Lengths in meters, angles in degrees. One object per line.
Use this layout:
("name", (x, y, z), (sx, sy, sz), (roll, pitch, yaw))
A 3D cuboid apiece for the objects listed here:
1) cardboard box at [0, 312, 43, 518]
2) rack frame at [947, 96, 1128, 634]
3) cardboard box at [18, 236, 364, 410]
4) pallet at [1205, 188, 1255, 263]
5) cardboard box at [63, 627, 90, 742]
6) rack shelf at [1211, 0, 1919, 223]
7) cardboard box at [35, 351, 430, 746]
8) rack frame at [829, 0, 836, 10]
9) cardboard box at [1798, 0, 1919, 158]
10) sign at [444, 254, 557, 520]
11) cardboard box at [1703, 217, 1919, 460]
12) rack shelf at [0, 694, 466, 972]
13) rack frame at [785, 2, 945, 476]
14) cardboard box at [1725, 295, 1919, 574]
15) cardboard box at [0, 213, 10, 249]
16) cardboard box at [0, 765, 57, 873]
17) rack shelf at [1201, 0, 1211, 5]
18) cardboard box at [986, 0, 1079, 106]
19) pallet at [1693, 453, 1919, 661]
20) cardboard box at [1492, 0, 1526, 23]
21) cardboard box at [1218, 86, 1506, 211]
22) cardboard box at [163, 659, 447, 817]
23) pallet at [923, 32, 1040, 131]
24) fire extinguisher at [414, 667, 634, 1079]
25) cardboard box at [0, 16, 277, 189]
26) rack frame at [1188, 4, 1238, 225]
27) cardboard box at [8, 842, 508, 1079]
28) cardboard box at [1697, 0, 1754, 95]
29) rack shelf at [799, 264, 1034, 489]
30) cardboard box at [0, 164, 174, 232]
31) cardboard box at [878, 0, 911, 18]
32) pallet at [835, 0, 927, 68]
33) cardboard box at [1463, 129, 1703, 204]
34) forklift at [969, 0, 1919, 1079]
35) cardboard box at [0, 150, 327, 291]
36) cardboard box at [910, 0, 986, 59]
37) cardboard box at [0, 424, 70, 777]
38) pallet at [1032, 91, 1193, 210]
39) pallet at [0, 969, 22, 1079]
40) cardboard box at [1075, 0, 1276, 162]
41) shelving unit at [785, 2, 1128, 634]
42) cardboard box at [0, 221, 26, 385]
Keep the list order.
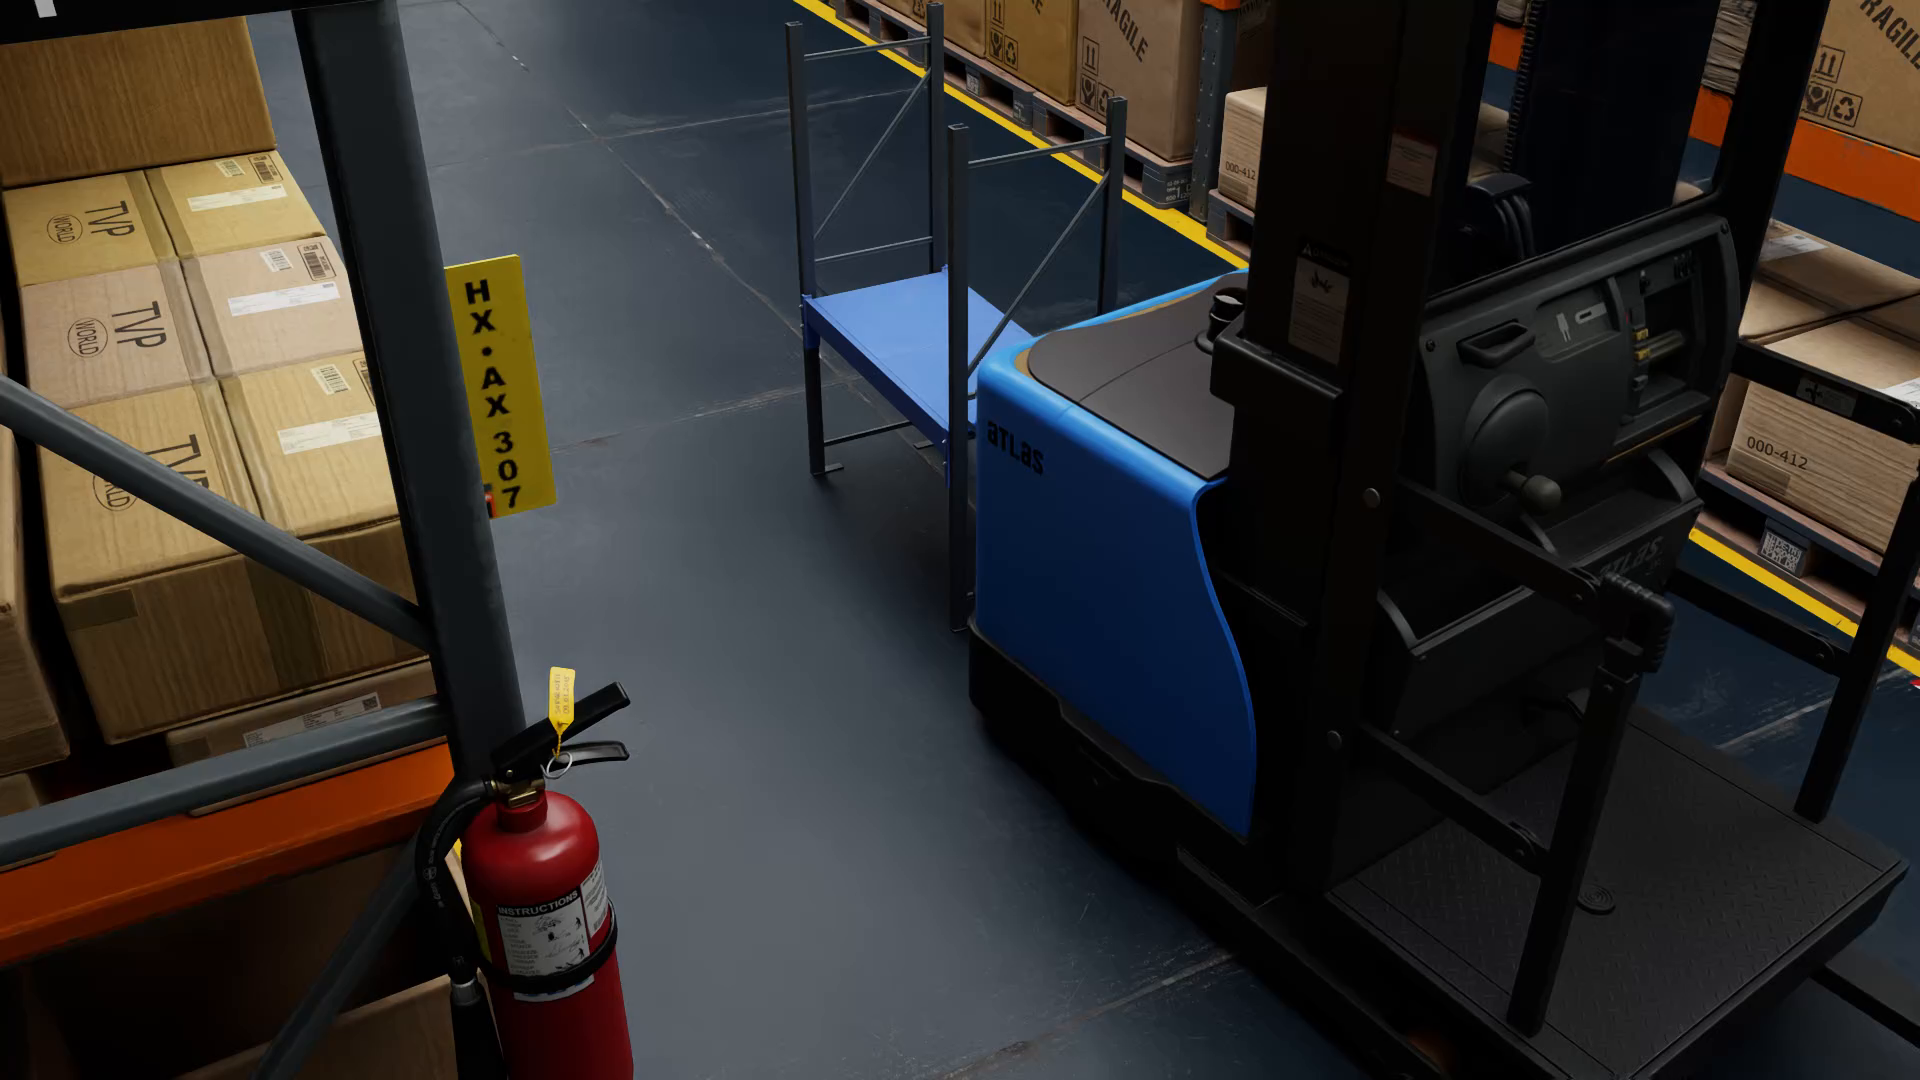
("cardboard box", (-1.708, -0.131, 2.537), (0.500, 0.250, 0.500), (-16, 36, -23))
("rack frame", (0.197, -0.430, 4.530), (0.500, 1.500, 0.032), (-16, 36, -23))
("cardboard box", (-1.228, -0.257, 2.733), (0.500, 0.250, 0.500), (-15, 36, -23))
("pallet", (1.791, -1.272, 7.040), (1.003, 0.211, 1.213), (-16, 36, -23))
("cardboard box", (-1.475, 0.209, 2.377), (0.380, 0.149, 0.250), (-15, 35, -22))
("rack shelf", (2.438, -1.572, 5.589), (1.077, 0.370, 4.000), (-16, 36, -23))
("cardboard box", (-0.992, -0.016, 2.358), (0.500, 0.250, 0.500), (-16, 36, -23))
("rack frame", (-0.360, -4.738, 9.865), (1.000, 3.000, 0.127), (-16, 36, -23))
("cardboard box", (2.690, -1.369, 4.514), (0.500, 0.500, 0.500), (-17, 36, -24))
("sign", (-0.539, -0.171, 1.934), (0.100, 0.325, 0.005), (-16, 36, -23))
("cardboard box", (2.540, -0.743, 5.614), (0.875, 0.438, 0.875), (-15, 36, -22))
("rack shelf", (-1.952, -0.321, 3.638), (1.077, 0.370, 4.000), (-16, 36, -23))
("rack frame", (-0.277, -0.915, 5.288), (0.500, 1.500, 0.032), (-16, 36, -23))
("cardboard box", (2.974, -0.308, 4.936), (0.875, 0.438, 0.875), (-17, 36, -25))
("cardboard box", (-2.178, -0.618, 3.298), (0.500, 0.250, 0.500), (-16, 36, -23))
("cardboard box", (-1.411, 0.345, 2.163), (0.380, 0.149, 0.250), (-16, 36, -24))
("rack shelf", (0.573, -3.481, 8.569), (1.077, 0.370, 4.000), (-16, 36, -23))
("cardboard box", (0.717, -2.816, 8.445), (0.875, 0.875, 0.875), (-15, 36, -22))
("pallet", (2.928, -0.108, 5.223), (1.003, 0.211, 1.213), (-16, 36, -23))
("cardboard box", (1.950, -2.101, 5.656), (0.500, 0.500, 0.500), (-16, 36, -23))
("cardboard box", (1.703, -1.600, 6.953), (0.875, 0.438, 0.875), (-16, 36, -24))
("cardboard box", (-0.930, 0.210, 2.374), (0.380, 0.149, 0.250), (-16, 36, -23))
("pallet", (0.506, -2.587, 9.092), (1.003, 0.211, 1.213), (-16, 36, -23))
("fire extinguisher", (-0.542, 0.474, 2.147), (0.296, 0.674, 0.183), (-16, 36, -23))
("cardboard box", (-1.692, -1.048, 3.273), (0.500, 0.500, 0.500), (-15, 36, -22))
("rack frame", (1.505, -2.829, 6.885), (1.000, 3.000, 0.127), (-16, 36, -23))
("cardboard box", (-1.221, 0.889, 3.007), (0.797, 0.503, 0.637), (-17, 37, -25))
("cardboard box", (2.442, -1.612, 4.893), (0.500, 0.500, 0.500), (-15, 36, -22))
("rack shelf", (-0.040, -0.521, 5.006), (0.538, 0.185, 1.000), (-16, 36, -23))
("cardboard box", (-1.724, -0.737, 3.482), (0.500, 0.250, 0.500), (-17, 36, -24))
("cardboard box", (-0.111, -3.670, 9.777), (0.875, 0.875, 0.875), (-16, 36, -24))
("pallet", (-0.059, -3.169, 10.000), (1.003, 0.211, 1.213), (-16, 36, -23))
("cardboard box", (2.121, -1.173, 6.287), (0.875, 0.438, 0.875), (-17, 36, -24))
("forklift", (1.304, -0.284, 2.977), (1.130, 2.935, 3.031), (-22, 39, -30))
("cardboard box", (-1.467, -0.498, 3.110), (0.500, 0.250, 0.500), (-17, 36, -24))
("cardboard box", (0.301, -3.243, 9.111), (0.875, 0.875, 0.875), (-15, 36, -23))
("cardboard box", (-1.468, 0.115, 2.153), (0.500, 0.250, 0.500), (-15, 36, -22))
("pallet", (1.079, -2.004, 8.183), (1.003, 0.211, 1.213), (-16, 36, -23))
("pallet", (-1.427, 1.088, 3.356), (1.003, 0.211, 1.213), (-16, 36, -23))
("cardboard box", (1.145, -2.387, 7.775), (0.875, 0.875, 0.875), (-15, 35, -22))
("shelving unit", (-0.040, -0.672, 4.909), (0.538, 1.500, 1.048), (-16, 36, -23))
("cardboard box", (-1.935, -0.369, 2.908), (0.500, 0.250, 0.500), (-15, 35, -22))
